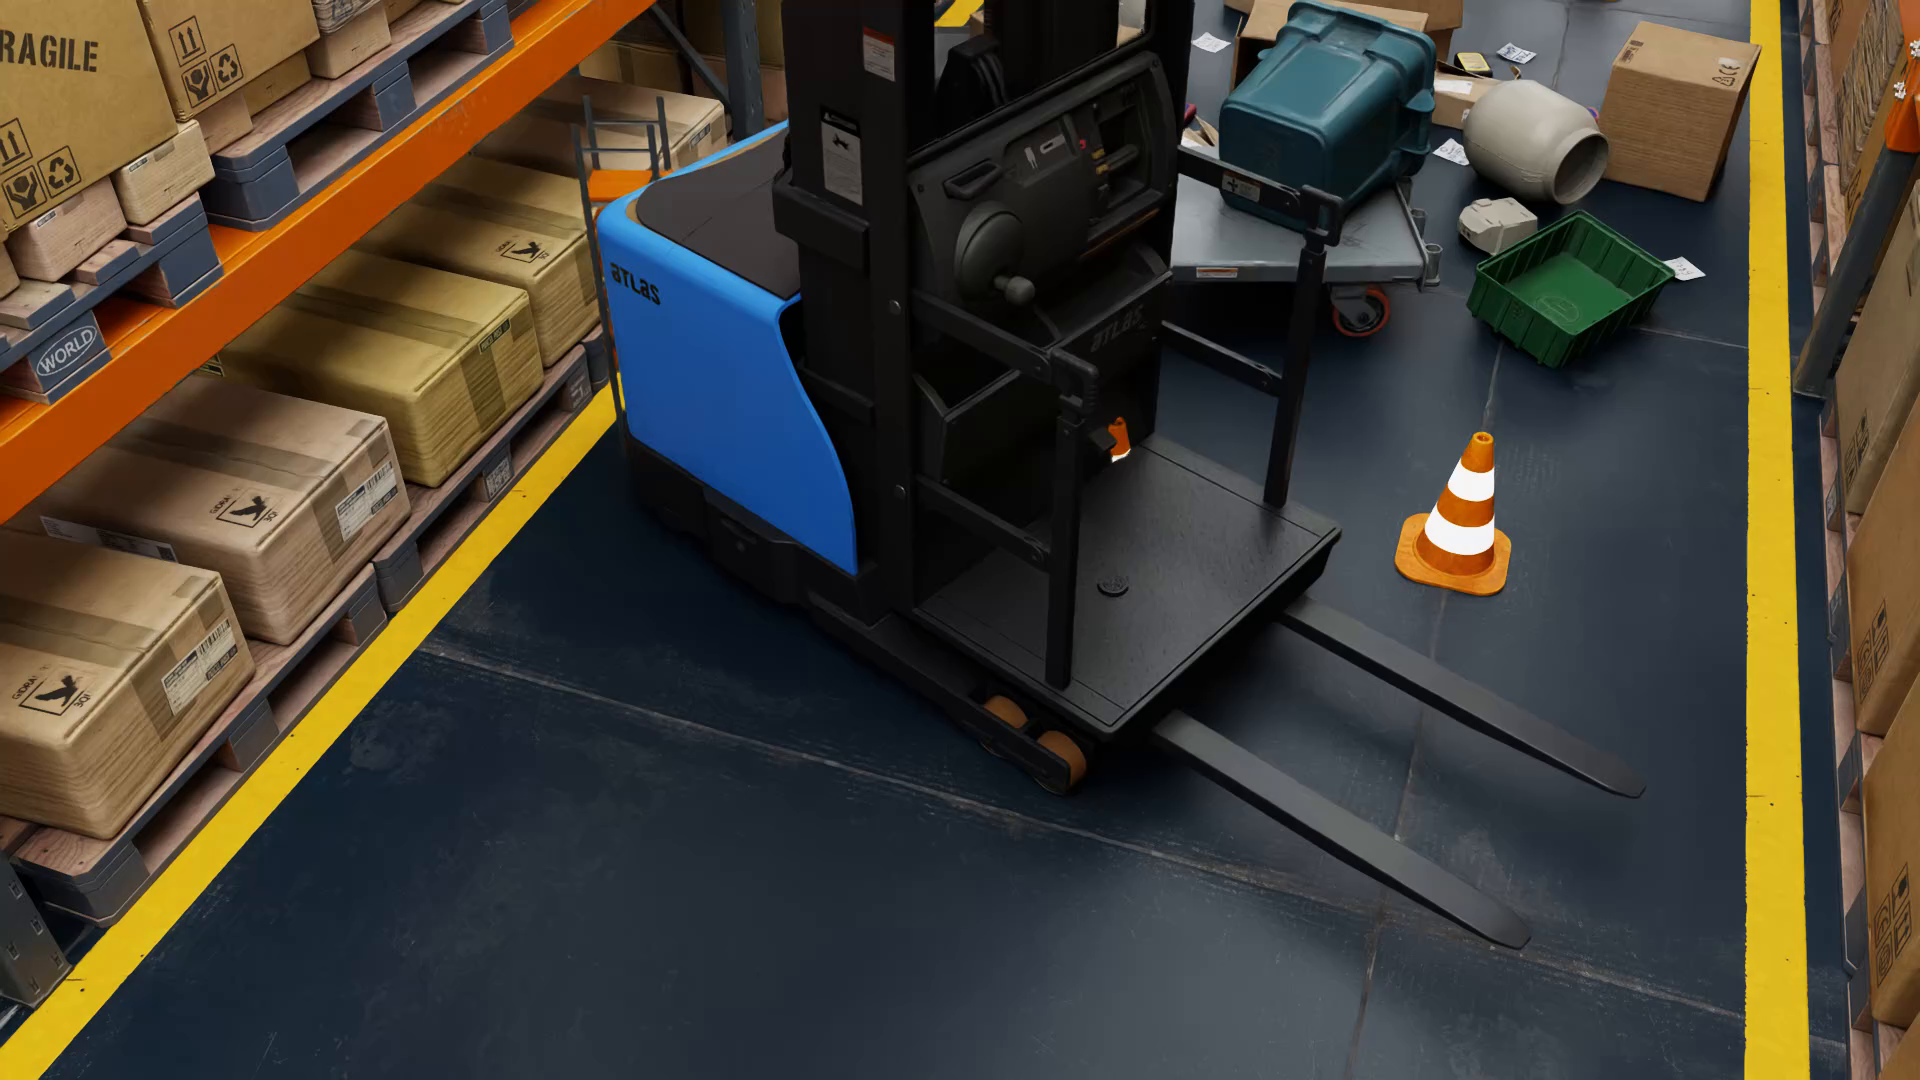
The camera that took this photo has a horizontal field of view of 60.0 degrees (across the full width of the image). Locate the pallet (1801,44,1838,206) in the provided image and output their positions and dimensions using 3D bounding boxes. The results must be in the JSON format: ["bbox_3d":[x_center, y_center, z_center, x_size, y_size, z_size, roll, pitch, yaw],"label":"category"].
[{"bbox_3d":[4.166,-1.709,7.090,1.003,0.211,1.213,13,42,15],"label":"pallet"}]

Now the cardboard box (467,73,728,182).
[{"bbox_3d":[-1.447,-1.453,6.343,0.950,0.372,0.625,14,42,16],"label":"cardboard box"}]

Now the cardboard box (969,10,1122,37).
[{"bbox_3d":[0.375,-2.015,7.225,0.500,0.500,0.500,-21,45,-22],"label":"cardboard box"}]

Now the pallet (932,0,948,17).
[{"bbox_3d":[-0.658,-2.717,8.272,1.003,0.211,1.213,13,42,15],"label":"pallet"}]

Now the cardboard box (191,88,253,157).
[{"bbox_3d":[-1.964,-1.044,4.033,0.380,0.149,0.250,16,43,18],"label":"cardboard box"}]

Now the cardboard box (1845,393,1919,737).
[{"bbox_3d":[2.955,0.106,4.225,1.050,0.750,0.750,13,42,15],"label":"cardboard box"}]

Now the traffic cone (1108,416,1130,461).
[{"bbox_3d":[0.462,-0.183,5.108,0.336,0.463,0.334,13,42,15],"label":"traffic cone"}]

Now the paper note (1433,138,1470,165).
[{"bbox_3d":[2.161,-1.679,7.200,0.172,0.023,0.155,29,48,29],"label":"paper note"}]

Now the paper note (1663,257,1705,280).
[{"bbox_3d":[2.795,-1.058,6.467,0.147,0.020,0.142,-13,42,-15],"label":"paper note"}]

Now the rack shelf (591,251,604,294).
[{"bbox_3d":[-1.007,-0.860,5.215,0.258,0.103,0.180,1,40,0],"label":"rack shelf"}]

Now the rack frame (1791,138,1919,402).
[{"bbox_3d":[3.416,-1.577,4.787,1.000,3.000,0.127,13,42,15],"label":"rack frame"}]

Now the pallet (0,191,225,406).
[{"bbox_3d":[-2.494,-0.559,3.742,1.213,0.211,1.003,13,42,15],"label":"pallet"}]

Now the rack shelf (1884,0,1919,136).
[{"bbox_3d":[4.100,-2.523,6.450,1.077,0.370,4.000,13,42,15],"label":"rack shelf"}]

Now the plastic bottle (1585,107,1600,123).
[{"bbox_3d":[2.695,-1.873,7.398,0.283,0.061,0.133,0,40,0],"label":"plastic bottle"}]

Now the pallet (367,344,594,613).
[{"bbox_3d":[-1.950,-0.331,5.475,1.003,0.211,1.213,13,42,15],"label":"pallet"}]

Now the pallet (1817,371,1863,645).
[{"bbox_3d":[3.223,-0.028,5.121,1.003,0.211,1.213,13,42,15],"label":"pallet"}]

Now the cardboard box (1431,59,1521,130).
[{"bbox_3d":[2.273,-1.994,7.382,0.396,0.266,0.258,21,45,22],"label":"cardboard box"}]

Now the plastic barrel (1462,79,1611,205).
[{"bbox_3d":[2.363,-1.629,6.833,0.421,0.421,0.512,-21,45,-22],"label":"plastic barrel"}]

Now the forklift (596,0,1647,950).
[{"bbox_3d":[0.383,-0.826,3.960,3.031,2.935,1.130,30,49,31],"label":"forklift"}]

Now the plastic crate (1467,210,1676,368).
[{"bbox_3d":[2.245,-0.925,6.146,0.662,0.188,0.450,-29,58,-29],"label":"plastic crate"}]

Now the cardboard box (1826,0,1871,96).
[{"bbox_3d":[4.316,-2.402,7.068,0.875,0.875,0.875,13,42,14],"label":"cardboard box"}]

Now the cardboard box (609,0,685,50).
[{"bbox_3d":[-1.320,-2.433,7.008,0.500,0.500,0.500,13,42,14],"label":"cardboard box"}]

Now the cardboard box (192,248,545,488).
[{"bbox_3d":[-1.926,-0.589,5.331,0.950,0.372,0.625,15,43,17],"label":"cardboard box"}]

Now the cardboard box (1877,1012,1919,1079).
[{"bbox_3d":[2.341,1.208,2.933,1.050,0.750,0.750,13,42,14],"label":"cardboard box"}]

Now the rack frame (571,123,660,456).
[{"bbox_3d":[-1.009,-0.743,5.193,0.240,1.200,0.006,1,40,0],"label":"rack frame"}]

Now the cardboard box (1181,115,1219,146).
[{"bbox_3d":[1.026,-1.594,6.914,0.258,0.266,0.396,-13,42,-15],"label":"cardboard box"}]

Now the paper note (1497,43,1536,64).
[{"bbox_3d":[2.667,-2.332,7.961,0.144,0.017,0.142,29,48,29],"label":"paper note"}]

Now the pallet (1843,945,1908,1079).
[{"bbox_3d":[2.389,1.460,3.376,1.003,0.211,1.213,13,42,15],"label":"pallet"}]

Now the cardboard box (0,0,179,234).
[{"bbox_3d":[-2.095,-1.027,3.513,0.500,0.500,0.500,15,43,17],"label":"cardboard box"}]

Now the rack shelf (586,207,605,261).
[{"bbox_3d":[-1.007,-0.952,5.138,0.258,0.103,0.180,1,40,0],"label":"rack shelf"}]

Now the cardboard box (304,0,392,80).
[{"bbox_3d":[-1.753,-1.370,4.415,0.380,0.149,0.250,15,43,16],"label":"cardboard box"}]

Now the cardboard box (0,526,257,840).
[{"bbox_3d":[-2.435,0.324,4.261,0.950,0.372,0.625,11,42,12],"label":"cardboard box"}]

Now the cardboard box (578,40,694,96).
[{"bbox_3d":[-1.320,-2.148,7.251,0.500,0.250,0.500,15,43,17],"label":"cardboard box"}]

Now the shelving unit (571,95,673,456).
[{"bbox_3d":[-1.008,-0.802,5.263,0.258,1.200,0.189,1,40,0],"label":"shelving unit"}]

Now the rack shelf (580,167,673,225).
[{"bbox_3d":[-1.006,-1.044,5.060,0.258,0.103,0.180,1,40,0],"label":"rack shelf"}]

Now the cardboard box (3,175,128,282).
[{"bbox_3d":[-2.087,-0.717,3.649,0.380,0.149,0.250,11,42,12],"label":"cardboard box"}]

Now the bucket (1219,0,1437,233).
[{"bbox_3d":[1.296,-1.504,6.053,0.726,0.611,0.620,29,58,29],"label":"bucket"}]

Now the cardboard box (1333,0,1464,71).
[{"bbox_3d":[1.877,-2.470,7.758,0.797,0.503,0.637,-13,42,-15],"label":"cardboard box"}]

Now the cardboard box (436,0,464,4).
[{"bbox_3d":[-1.549,-1.684,4.782,0.380,0.149,0.250,13,42,15],"label":"cardboard box"}]

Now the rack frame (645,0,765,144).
[{"bbox_3d":[-1.270,-2.614,6.002,1.000,3.000,0.127,13,42,15],"label":"rack frame"}]

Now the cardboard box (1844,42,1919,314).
[{"bbox_3d":[3.697,-1.296,5.772,0.875,0.875,0.875,14,42,16],"label":"cardboard box"}]

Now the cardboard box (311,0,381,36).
[{"bbox_3d":[-1.741,-1.656,4.250,0.500,0.500,0.500,12,42,13],"label":"cardboard box"}]

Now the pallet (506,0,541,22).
[{"bbox_3d":[-1.668,-2.107,5.556,1.003,0.211,1.213,13,42,15],"label":"pallet"}]
